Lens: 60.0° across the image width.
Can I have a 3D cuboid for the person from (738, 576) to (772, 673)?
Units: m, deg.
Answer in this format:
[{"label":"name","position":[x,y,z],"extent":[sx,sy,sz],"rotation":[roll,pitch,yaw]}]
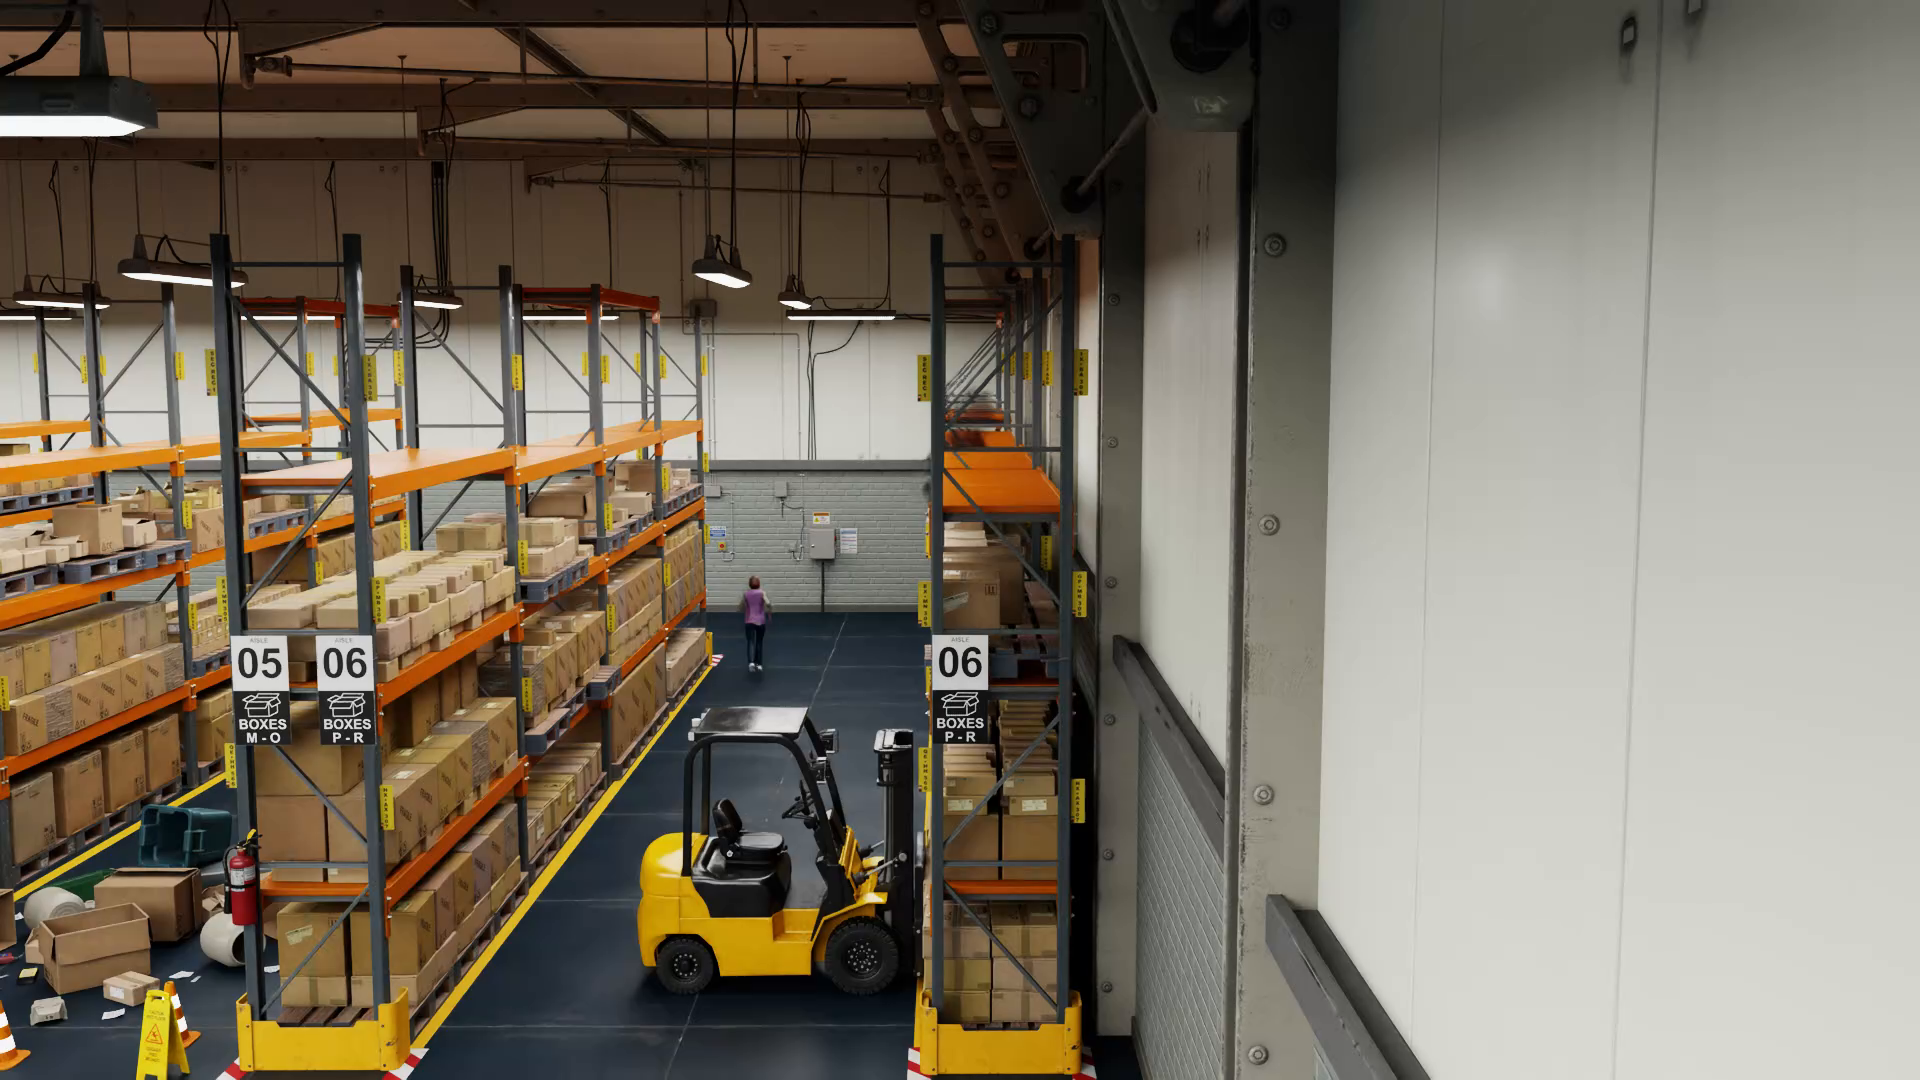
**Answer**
[{"label":"person","position":[-3.327,1.386,27.029],"extent":[0.547,1.572,0.817],"rotation":[-1,6,-5]}]
